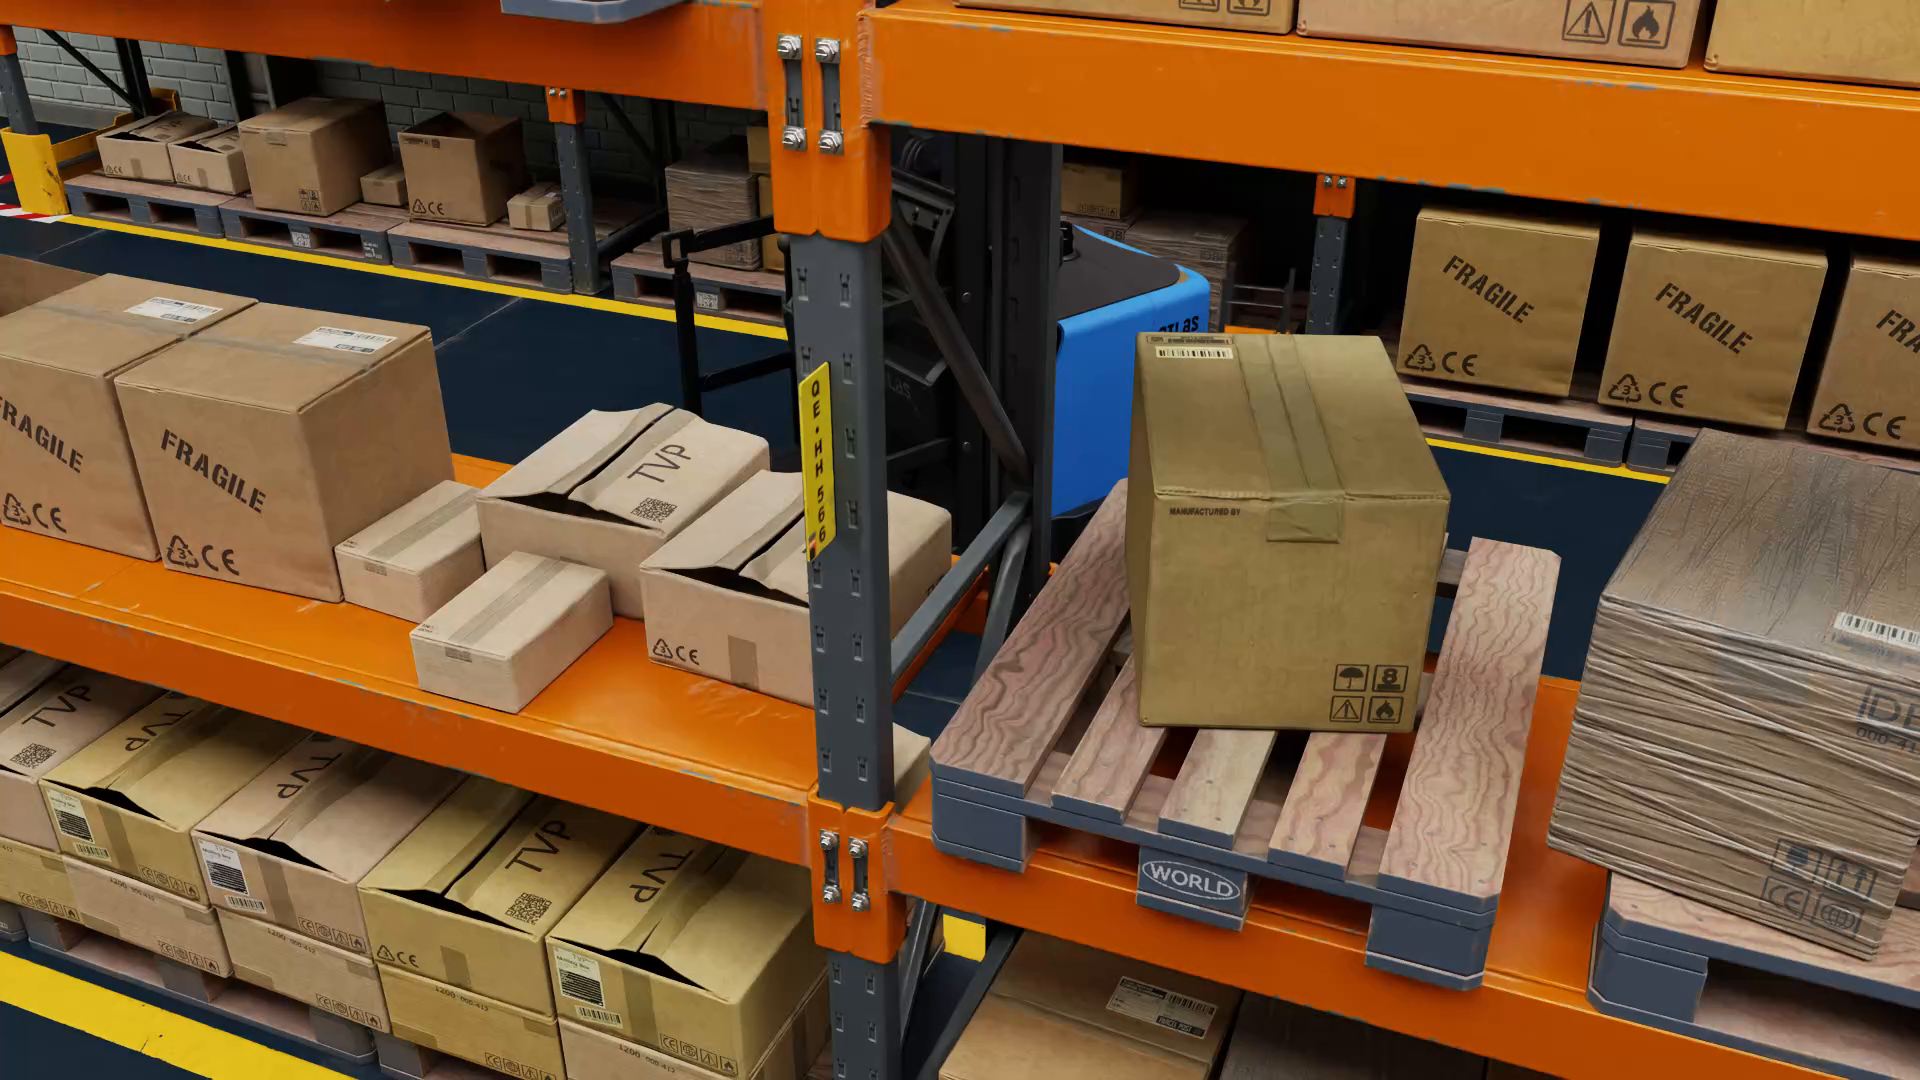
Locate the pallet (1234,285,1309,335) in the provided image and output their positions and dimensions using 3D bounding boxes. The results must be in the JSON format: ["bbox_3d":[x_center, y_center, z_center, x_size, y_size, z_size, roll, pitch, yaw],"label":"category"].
[{"bbox_3d":[1.106,-1.066,8.422,1.213,0.211,1.003,11,31,19],"label":"pallet"}]

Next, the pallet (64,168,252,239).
[{"bbox_3d":[-4.773,-2.221,10.464,1.213,0.211,1.003,11,31,19],"label":"pallet"}]

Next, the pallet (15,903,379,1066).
[{"bbox_3d":[-1.904,0.942,4.869,1.213,0.211,1.003,11,31,19],"label":"pallet"}]

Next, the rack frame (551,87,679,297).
[{"bbox_3d":[-1.877,-2.875,8.788,0.127,3.000,1.000,11,31,19],"label":"rack frame"}]

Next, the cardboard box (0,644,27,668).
[{"bbox_3d":[-2.985,0.439,4.722,0.500,0.311,0.500,11,31,19],"label":"cardboard box"}]

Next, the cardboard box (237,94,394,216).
[{"bbox_3d":[-3.787,-2.285,9.838,0.500,0.500,0.700,9,31,16],"label":"cardboard box"}]

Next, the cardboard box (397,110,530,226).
[{"bbox_3d":[-2.853,-2.152,9.603,0.500,0.500,0.500,9,31,15],"label":"cardboard box"}]

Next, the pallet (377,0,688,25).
[{"bbox_3d":[-0.692,-1.184,2.940,1.003,0.211,1.213,13,32,21],"label":"pallet"}]

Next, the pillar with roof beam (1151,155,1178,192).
[{"bbox_3d":[-0.668,-3.419,3.653,0.400,9.000,9.100,11,31,19],"label":"pillar with roof beam"}]

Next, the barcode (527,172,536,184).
[{"bbox_3d":[-2.552,-2.151,9.884,0.075,0.075,0.001,11,31,19],"label":"barcode"}]

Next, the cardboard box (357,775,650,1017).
[{"bbox_3d":[-1.091,0.817,4.055,0.500,0.311,0.500,11,31,18],"label":"cardboard box"}]

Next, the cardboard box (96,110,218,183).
[{"bbox_3d":[-4.976,-2.467,10.352,0.500,0.311,0.500,8,30,13],"label":"cardboard box"}]

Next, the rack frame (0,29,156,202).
[{"bbox_3d":[-5.583,-3.615,10.098,0.127,3.000,1.000,11,31,19],"label":"rack frame"}]

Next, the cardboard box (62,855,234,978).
[{"bbox_3d":[-2.030,0.870,4.529,0.500,0.250,0.500,12,32,20],"label":"cardboard box"}]

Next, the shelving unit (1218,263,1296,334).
[{"bbox_3d":[1.077,-0.431,6.285,0.258,1.200,0.189,8,28,14],"label":"shelving unit"}]

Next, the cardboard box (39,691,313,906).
[{"bbox_3d":[-2.021,0.628,4.388,0.500,0.311,0.500,12,32,20],"label":"cardboard box"}]

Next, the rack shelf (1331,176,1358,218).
[{"bbox_3d":[3.683,-1.452,7.001,4.000,0.370,1.077,11,31,19],"label":"rack shelf"}]

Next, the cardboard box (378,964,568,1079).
[{"bbox_3d":[-1.087,1.059,4.196,0.500,0.250,0.500,11,31,19],"label":"cardboard box"}]

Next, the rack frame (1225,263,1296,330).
[{"bbox_3d":[1.102,-0.471,6.364,0.240,1.200,0.006,8,28,14],"label":"rack frame"}]

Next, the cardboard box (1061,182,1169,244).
[{"bbox_3d":[0.709,-1.496,8.442,0.500,0.500,0.700,11,31,19],"label":"cardboard box"}]

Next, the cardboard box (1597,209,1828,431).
[{"bbox_3d":[3.271,-1.021,7.266,0.750,0.750,0.750,11,31,19],"label":"cardboard box"}]

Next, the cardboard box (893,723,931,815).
[{"bbox_3d":[-0.404,0.664,4.325,0.500,0.311,0.500,12,32,21],"label":"cardboard box"}]

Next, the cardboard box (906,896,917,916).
[{"bbox_3d":[-0.404,0.908,4.463,0.500,0.250,0.500,11,31,19],"label":"cardboard box"}]

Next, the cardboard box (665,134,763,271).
[{"bbox_3d":[-1.188,-1.850,9.068,0.500,0.500,0.700,12,32,21],"label":"cardboard box"}]

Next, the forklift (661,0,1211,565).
[{"bbox_3d":[-0.496,-1.085,5.691,3.031,2.935,1.130,-21,36,-32],"label":"forklift"}]

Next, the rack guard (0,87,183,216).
[{"bbox_3d":[-5.513,-2.513,10.688,0.348,0.500,1.175,11,31,19],"label":"rack guard"}]

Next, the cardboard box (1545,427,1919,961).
[{"bbox_3d":[1.372,0.219,2.785,0.500,0.500,0.700,18,34,28],"label":"cardboard box"}]

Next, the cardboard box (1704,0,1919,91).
[{"bbox_3d":[1.342,-0.969,2.266,0.500,0.500,0.910,11,31,19],"label":"cardboard box"}]

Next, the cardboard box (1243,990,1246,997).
[{"bbox_3d":[0.926,1.087,3.872,0.500,0.500,0.500,13,32,21],"label":"cardboard box"}]

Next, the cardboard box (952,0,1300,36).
[{"bbox_3d":[0.388,-1.160,2.603,0.500,0.500,0.910,11,31,19],"label":"cardboard box"}]

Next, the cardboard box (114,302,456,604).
[{"bbox_3d":[-1.590,-0.222,3.993,0.500,0.500,0.500,10,31,16],"label":"cardboard box"}]

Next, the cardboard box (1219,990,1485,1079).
[{"bbox_3d":[0.772,1.330,3.442,0.500,0.500,0.500,10,31,17],"label":"cardboard box"}]

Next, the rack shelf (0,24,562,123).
[{"bbox_3d":[-3.730,-2.932,9.620,4.000,0.370,1.077,11,31,19],"label":"rack shelf"}]

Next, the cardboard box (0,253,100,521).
[{"bbox_3d":[-2.542,-0.412,4.329,0.500,0.500,0.500,14,32,23],"label":"cardboard box"}]

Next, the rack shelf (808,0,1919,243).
[{"bbox_3d":[1.824,-0.498,2.266,4.000,0.370,1.077,11,31,19],"label":"rack shelf"}]

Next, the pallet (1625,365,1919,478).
[{"bbox_3d":[3.659,-0.515,7.446,1.213,0.211,1.003,11,31,19],"label":"pallet"}]

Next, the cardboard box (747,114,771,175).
[{"bbox_3d":[-0.779,-2.096,8.742,0.500,0.250,0.500,11,31,18],"label":"cardboard box"}]

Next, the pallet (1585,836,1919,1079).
[{"bbox_3d":[1.775,0.565,2.896,1.213,0.211,1.003,11,31,19],"label":"pallet"}]

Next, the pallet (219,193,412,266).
[{"bbox_3d":[-3.647,-1.994,10.064,1.213,0.211,1.003,11,31,19],"label":"pallet"}]

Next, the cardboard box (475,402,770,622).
[{"bbox_3d":[-0.785,-0.091,3.953,0.500,0.311,0.500,11,31,19],"label":"cardboard box"}]
